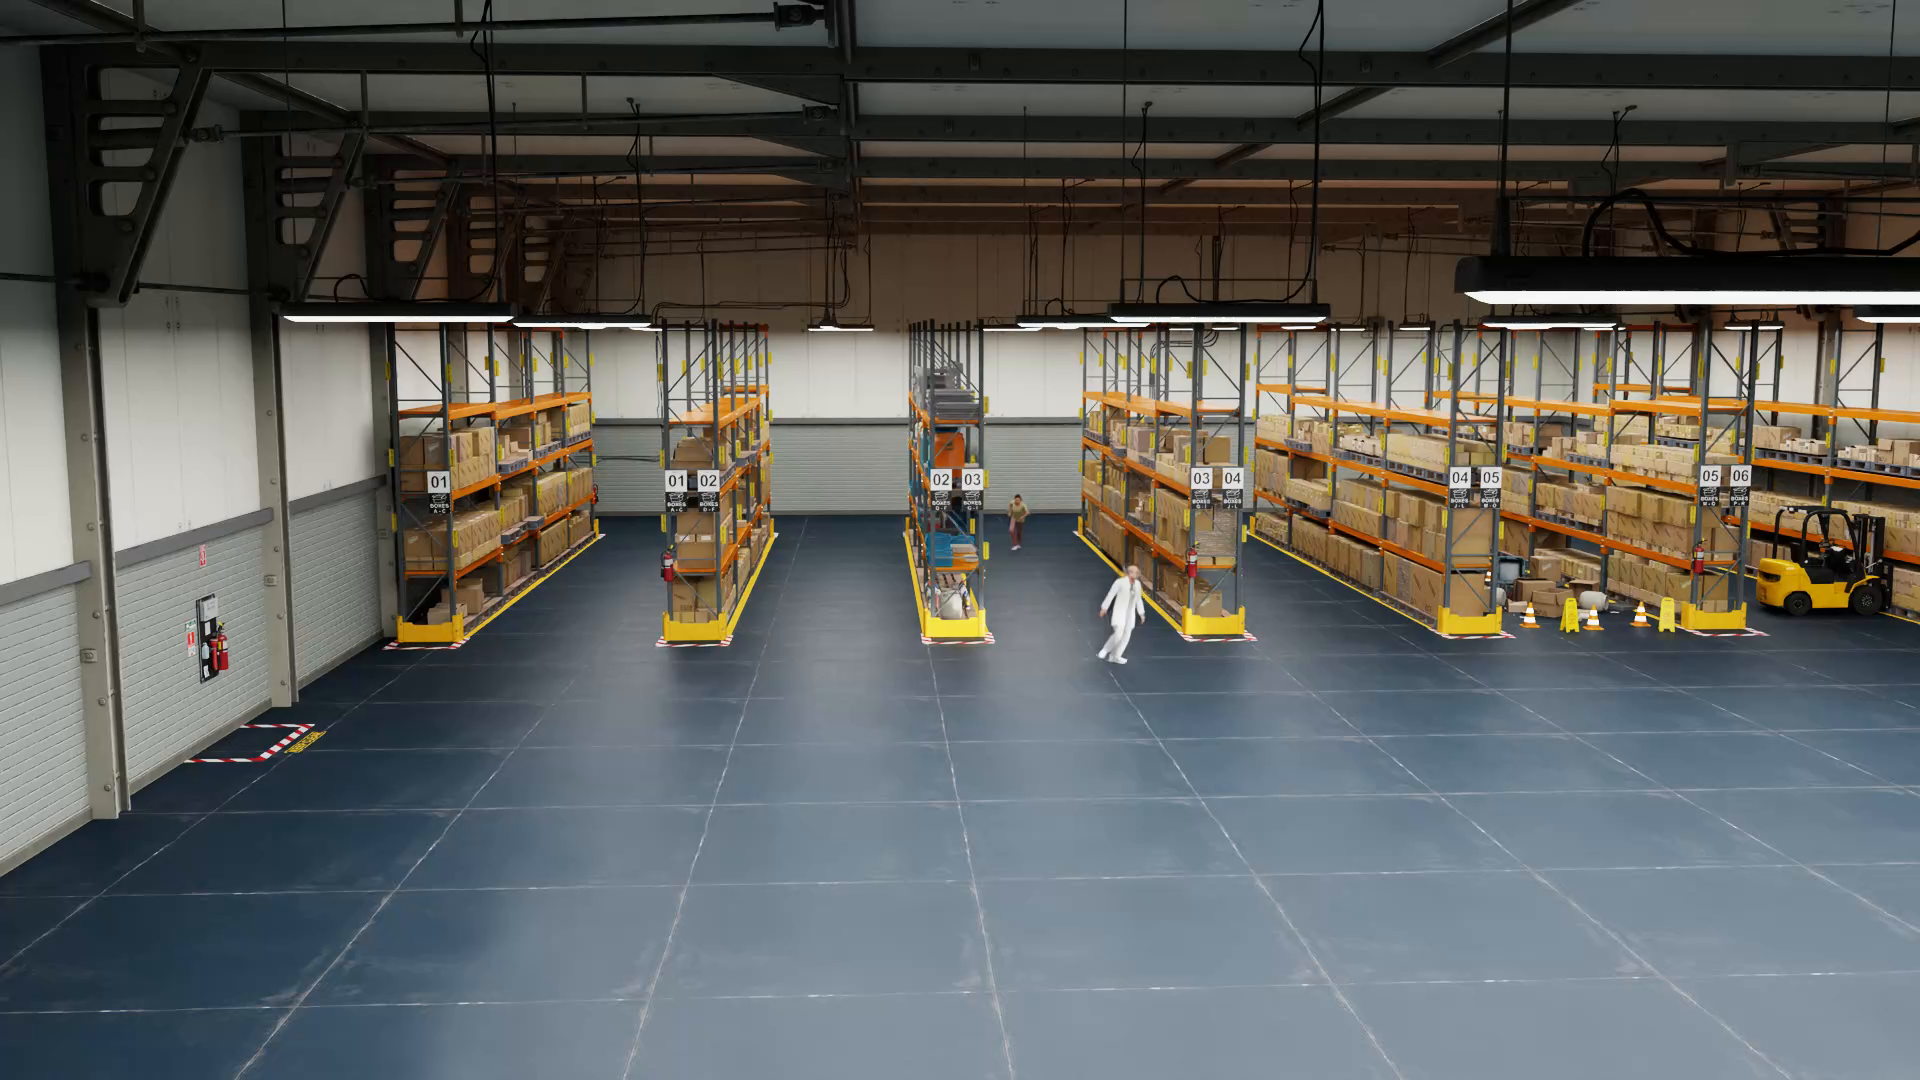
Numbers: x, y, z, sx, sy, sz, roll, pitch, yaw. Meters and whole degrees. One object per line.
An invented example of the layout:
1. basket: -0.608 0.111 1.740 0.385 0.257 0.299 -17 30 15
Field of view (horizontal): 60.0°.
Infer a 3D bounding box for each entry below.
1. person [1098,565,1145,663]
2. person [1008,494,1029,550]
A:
1. person: 2.807 1.290 29.025 0.759 1.734 0.596 -5 8 -33
2. person: 1.574 -0.523 44.362 0.596 1.491 1.011 1 7 11
